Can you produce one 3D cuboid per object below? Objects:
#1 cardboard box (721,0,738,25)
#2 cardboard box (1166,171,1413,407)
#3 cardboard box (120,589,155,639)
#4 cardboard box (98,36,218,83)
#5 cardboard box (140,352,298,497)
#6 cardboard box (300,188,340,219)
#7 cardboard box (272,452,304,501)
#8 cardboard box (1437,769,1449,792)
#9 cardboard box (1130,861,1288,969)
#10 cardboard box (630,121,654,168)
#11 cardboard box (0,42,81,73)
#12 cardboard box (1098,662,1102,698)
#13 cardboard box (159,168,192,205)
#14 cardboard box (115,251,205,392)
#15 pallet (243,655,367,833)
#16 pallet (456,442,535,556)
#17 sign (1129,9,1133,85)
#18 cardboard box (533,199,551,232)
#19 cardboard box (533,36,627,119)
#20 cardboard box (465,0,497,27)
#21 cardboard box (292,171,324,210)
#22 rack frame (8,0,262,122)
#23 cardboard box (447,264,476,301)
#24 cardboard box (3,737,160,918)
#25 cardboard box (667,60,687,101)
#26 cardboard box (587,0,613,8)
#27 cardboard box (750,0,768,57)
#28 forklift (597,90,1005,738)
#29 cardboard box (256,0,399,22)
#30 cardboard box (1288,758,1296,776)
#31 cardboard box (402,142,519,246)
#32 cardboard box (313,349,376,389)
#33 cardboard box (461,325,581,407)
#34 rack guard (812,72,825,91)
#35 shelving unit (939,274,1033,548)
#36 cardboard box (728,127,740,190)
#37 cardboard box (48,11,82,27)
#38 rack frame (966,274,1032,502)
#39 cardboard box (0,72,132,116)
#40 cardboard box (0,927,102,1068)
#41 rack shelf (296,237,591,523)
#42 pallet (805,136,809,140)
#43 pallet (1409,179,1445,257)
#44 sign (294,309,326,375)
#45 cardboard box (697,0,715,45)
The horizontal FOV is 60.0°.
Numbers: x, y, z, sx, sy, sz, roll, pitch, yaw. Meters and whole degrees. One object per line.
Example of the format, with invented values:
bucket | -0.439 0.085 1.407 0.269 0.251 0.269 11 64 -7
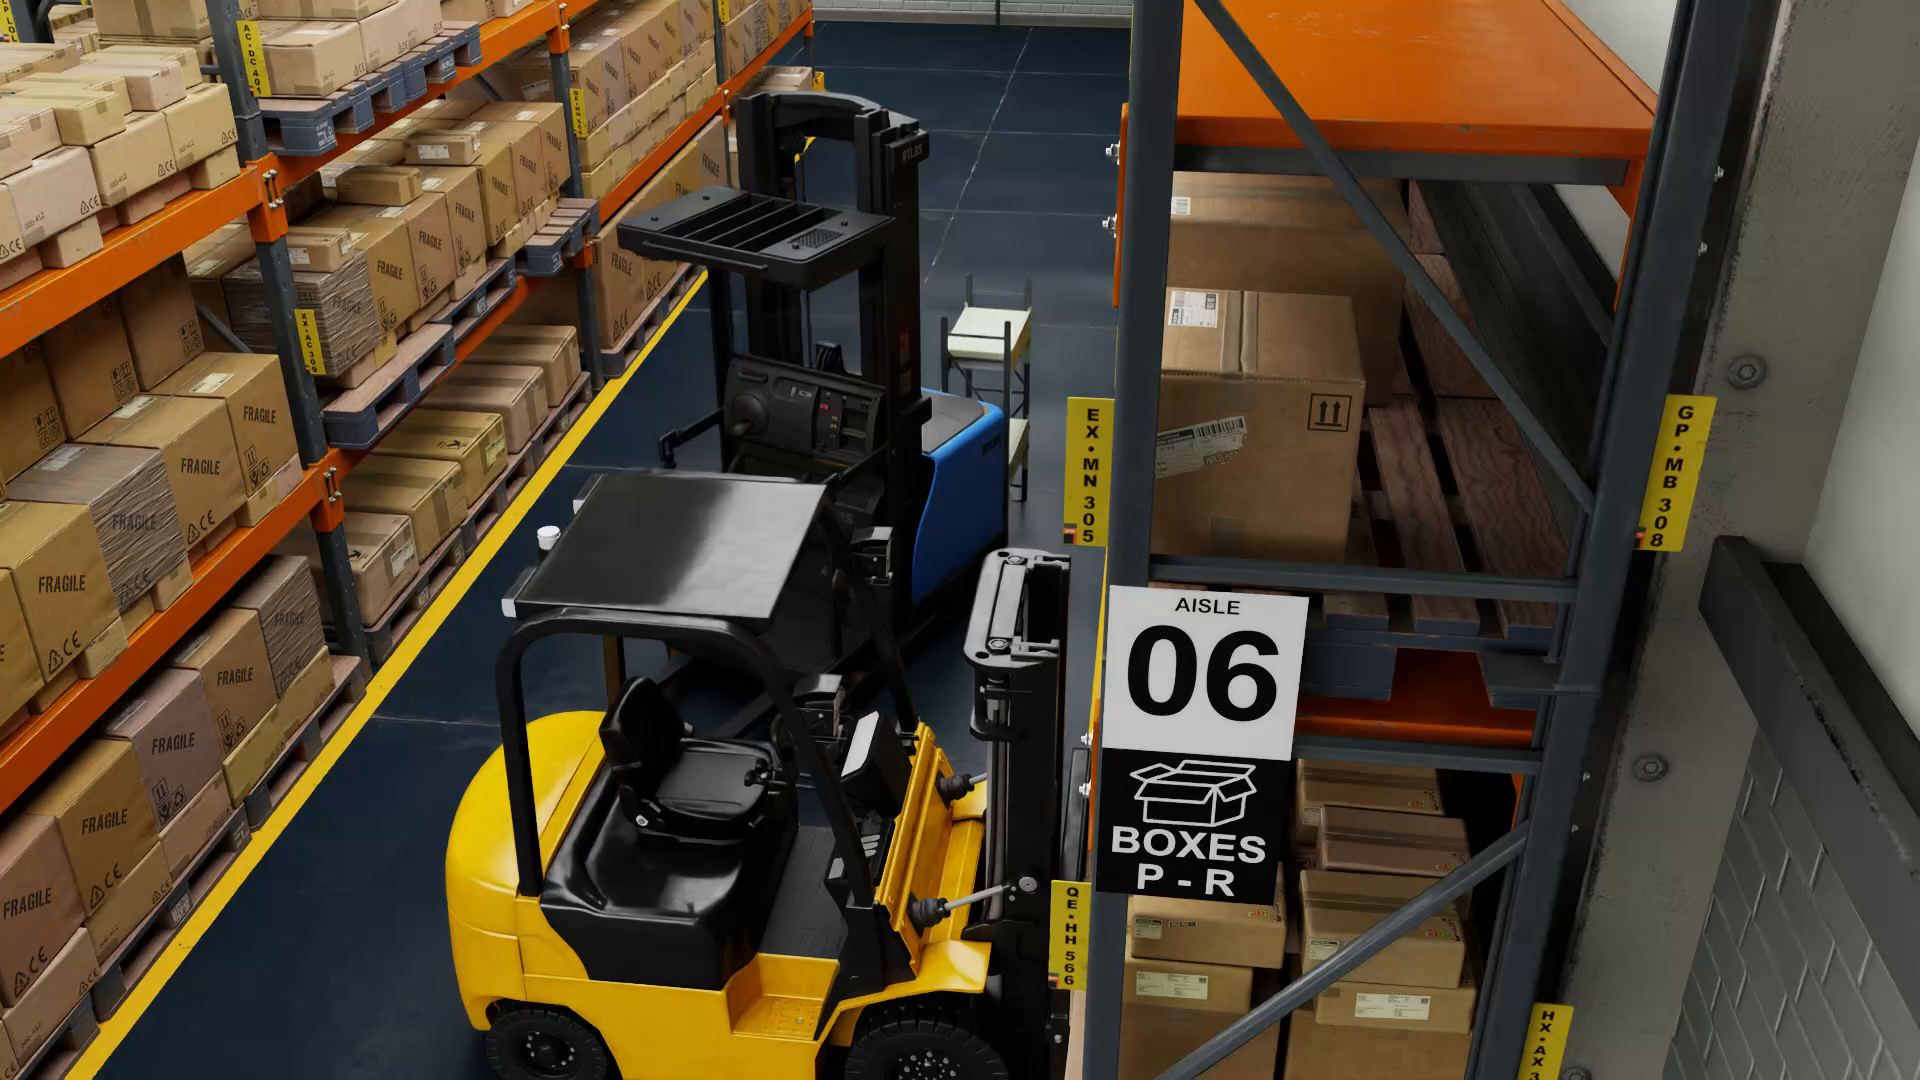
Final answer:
cardboard box | -2.361 -5.049 15.299 0.500 0.500 0.500 4 29 7
cardboard box | 0.834 -0.711 4.592 0.700 0.500 0.500 4 29 7
cardboard box | -3.559 0.288 6.818 0.380 0.149 0.250 3 28 5
cardboard box | -3.712 -2.311 7.931 0.500 0.250 0.500 3 28 5
cardboard box | -3.447 -0.540 7.671 0.500 0.500 0.500 3 28 5
cardboard box | -3.682 -1.655 9.298 0.500 0.500 0.500 4 29 8
cardboard box | -3.377 -0.309 7.926 0.380 0.149 0.250 3 28 6
cardboard box | 1.294 0.632 5.125 0.380 0.149 0.250 4 29 7
cardboard box | 0.632 0.939 4.241 0.380 0.149 0.250 3 29 6
cardboard box | -2.725 -3.111 13.019 0.500 0.250 0.500 4 29 8
cardboard box | -4.002 -2.020 7.099 0.380 0.149 0.250 3 28 5
cardboard box | 0.844 0.733 7.129 0.500 0.250 0.500 3 28 6
cardboard box | -3.494 -1.519 7.009 0.380 0.149 0.250 4 29 7
cardboard box | -3.909 -1.009 7.488 0.700 0.500 0.500 3 28 6
pallet | -3.687 0.957 8.251 1.003 0.211 1.213 3 28 6
pallet | -3.399 -0.304 10.591 1.003 0.211 1.213 3 28 6
sign | 0.747 -2.016 6.789 0.100 0.325 0.005 3 28 6
cardboard box | -2.904 -2.126 10.856 0.380 0.149 0.250 3 28 6
cardboard box | -2.795 -3.408 12.253 0.500 0.500 0.500 3 29 6
cardboard box | -3.276 -3.391 10.113 0.700 0.500 0.500 3 28 6
cardboard box | -3.725 -1.920 9.106 0.380 0.149 0.250 2 28 4
rack frame | -3.640 -3.230 6.757 1.000 3.000 0.127 3 28 6
cardboard box | -3.071 -1.517 9.725 0.380 0.149 0.250 4 29 8
cardboard box | -3.625 1.133 6.650 0.500 0.500 0.500 4 29 7
cardboard box | -2.584 -3.807 13.785 0.500 0.250 0.500 4 29 7
cardboard box | -3.098 -4.171 13.670 0.500 0.500 0.500 3 28 5
cardboard box | -2.209 -5.074 16.401 0.500 0.500 0.500 4 29 7
forklift | -0.915 -0.616 8.303 1.130 2.935 3.031 16 32 26
cardboard box | -3.119 -2.735 8.190 0.500 0.250 0.500 3 28 5
cardboard box | 1.232 0.836 5.430 0.500 0.500 0.500 3 28 6
cardboard box | -3.043 -2.120 10.160 0.500 0.500 0.500 1 28 3
cardboard box | -3.258 -0.905 8.589 0.380 0.149 0.250 4 29 7
cardboard box | -3.229 -1.234 11.706 0.950 0.372 0.625 1 28 3
rack guard | -2.166 -5.148 19.279 1.175 0.500 0.348 3 28 6
shelving unit | 0.162 -0.760 10.079 0.431 1.500 0.755 5 29 10
cardboard box | -2.476 -3.701 16.215 0.875 0.438 0.875 3 28 5
cardboard box | -8.117 -4.640 14.896 0.380 0.149 0.250 4 29 8
rack frame | 0.234 -0.930 10.395 0.400 1.500 0.023 5 29 10
cardboard box | -3.538 -1.744 6.586 0.380 0.149 0.250 4 29 7
cardboard box | -3.686 1.716 6.358 0.500 0.250 0.500 4 29 8
rack shelf | -3.395 -1.213 10.098 1.077 0.370 4.000 3 28 6
pallet | -2.190 -4.629 18.619 1.003 0.211 1.213 3 28 6
pallet | 1.208 -1.181 6.209 1.003 0.211 1.213 3 28 6
sign | -3.100 -0.942 7.923 0.100 0.325 0.005 3 28 6
cardboard box | -2.465 -4.614 14.492 0.500 0.500 0.500 4 29 8
